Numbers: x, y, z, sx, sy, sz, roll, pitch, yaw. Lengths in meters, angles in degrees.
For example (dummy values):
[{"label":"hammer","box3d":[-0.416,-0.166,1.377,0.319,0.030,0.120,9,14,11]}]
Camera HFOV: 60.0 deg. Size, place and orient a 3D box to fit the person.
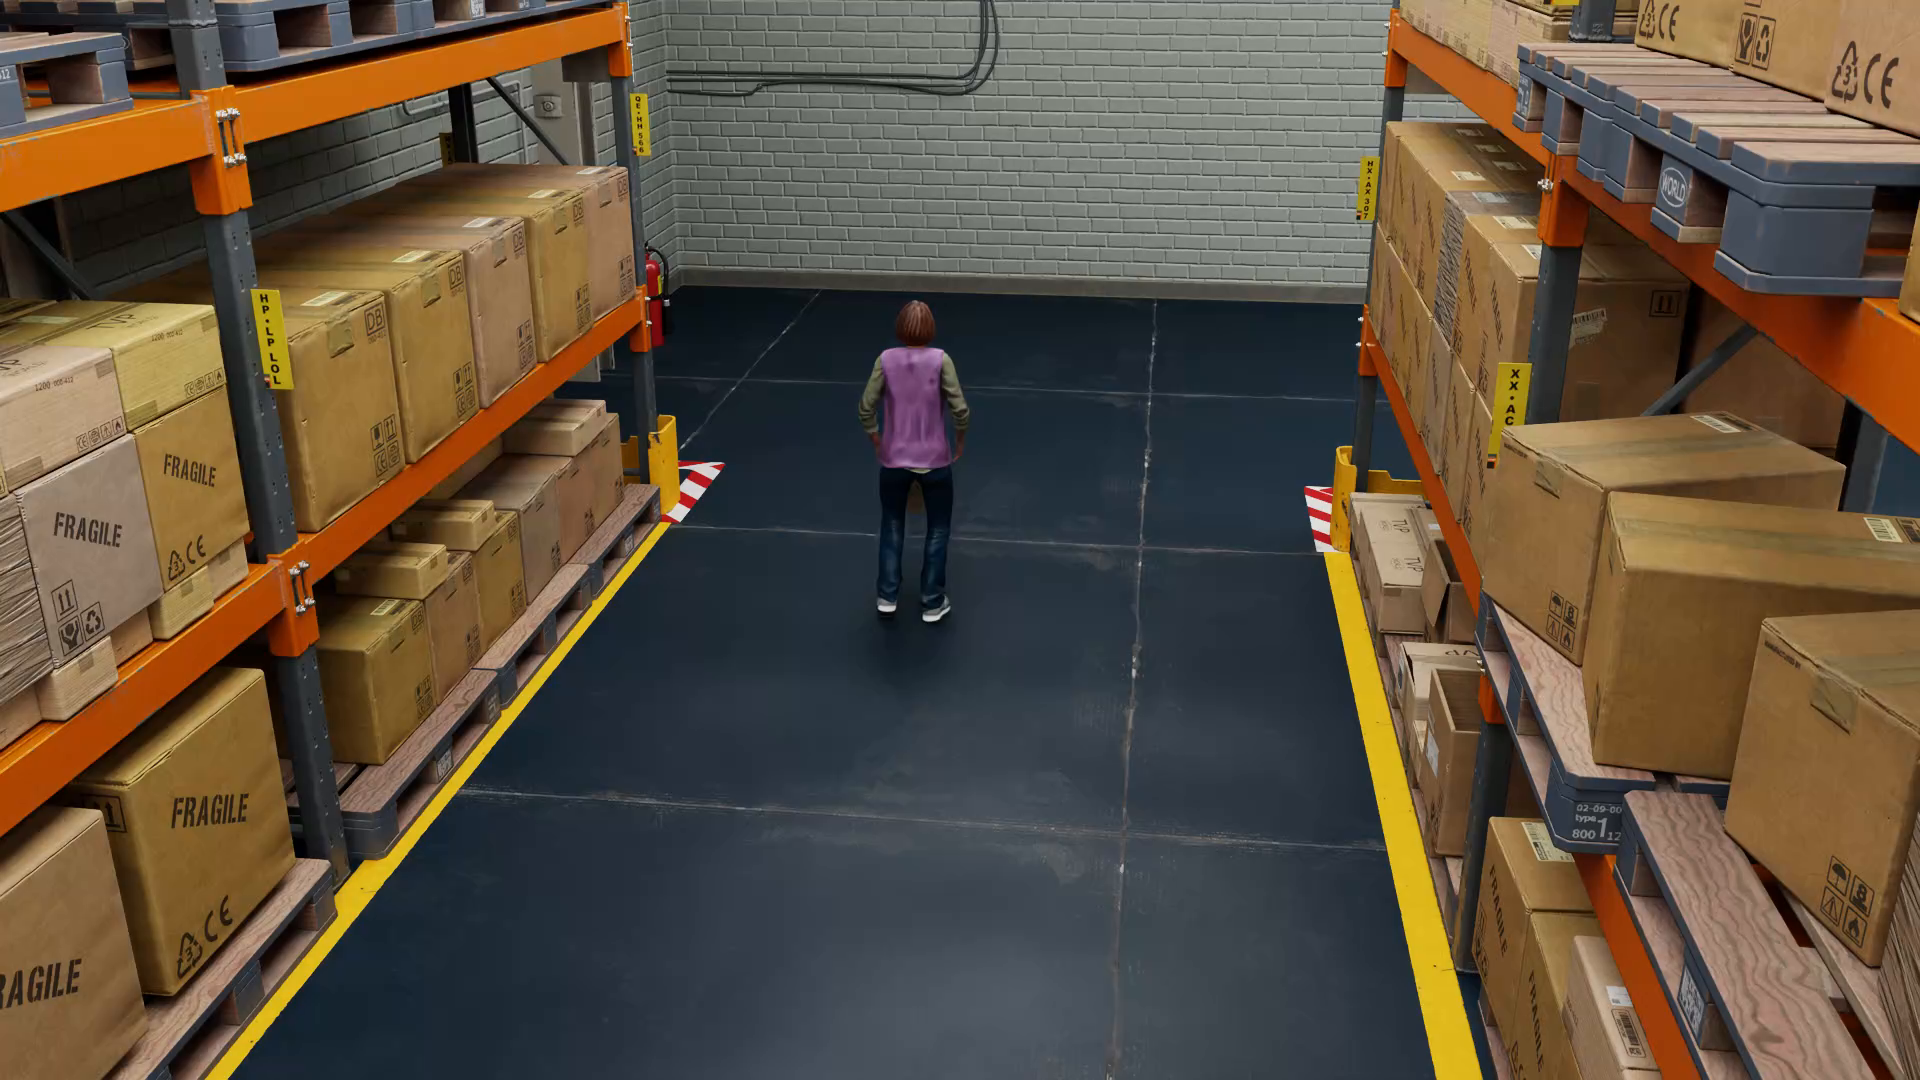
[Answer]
[{"label":"person","box3d":[-0.221,-0.386,8.126,0.536,1.563,0.443,3,22,9]}]
